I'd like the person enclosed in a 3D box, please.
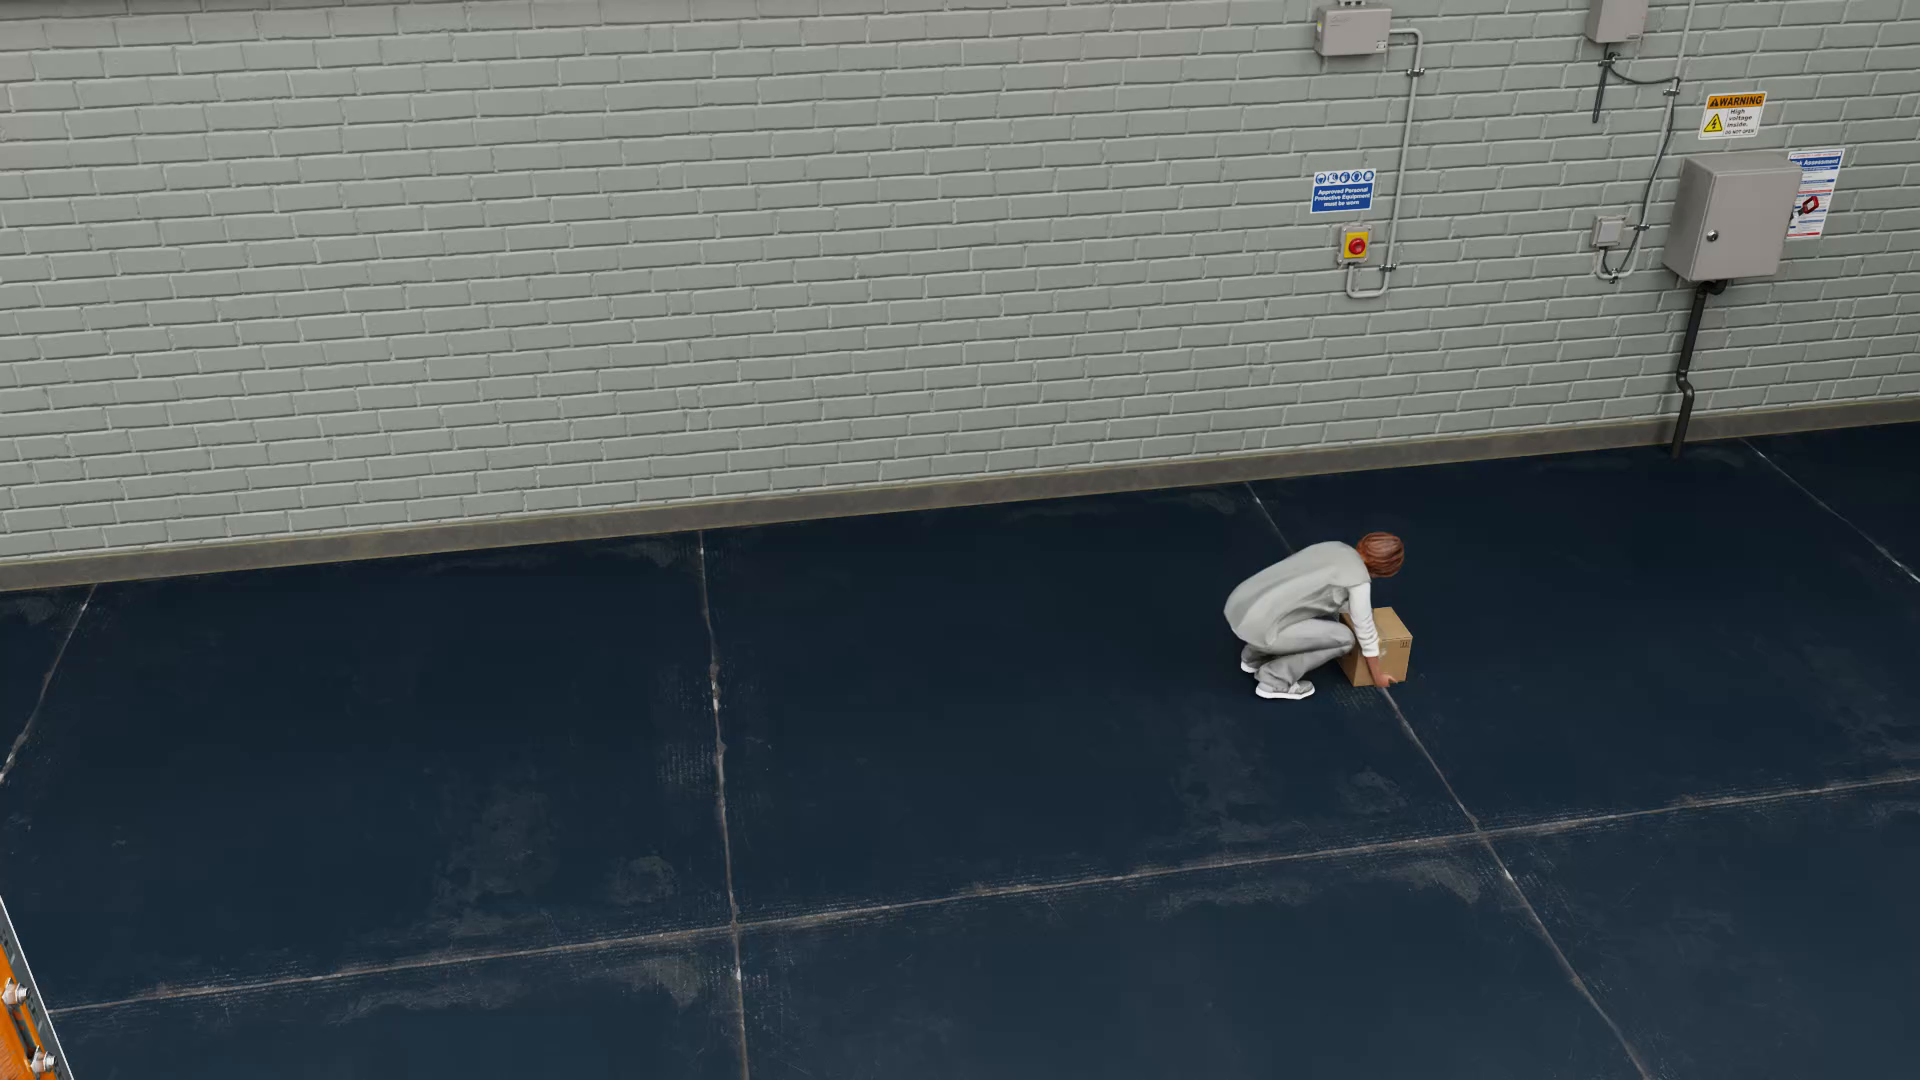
[{"bbox_3d":[1.588,0.352,7.483,0.829,0.766,0.433,-6,32,-9],"label":"person"}]
